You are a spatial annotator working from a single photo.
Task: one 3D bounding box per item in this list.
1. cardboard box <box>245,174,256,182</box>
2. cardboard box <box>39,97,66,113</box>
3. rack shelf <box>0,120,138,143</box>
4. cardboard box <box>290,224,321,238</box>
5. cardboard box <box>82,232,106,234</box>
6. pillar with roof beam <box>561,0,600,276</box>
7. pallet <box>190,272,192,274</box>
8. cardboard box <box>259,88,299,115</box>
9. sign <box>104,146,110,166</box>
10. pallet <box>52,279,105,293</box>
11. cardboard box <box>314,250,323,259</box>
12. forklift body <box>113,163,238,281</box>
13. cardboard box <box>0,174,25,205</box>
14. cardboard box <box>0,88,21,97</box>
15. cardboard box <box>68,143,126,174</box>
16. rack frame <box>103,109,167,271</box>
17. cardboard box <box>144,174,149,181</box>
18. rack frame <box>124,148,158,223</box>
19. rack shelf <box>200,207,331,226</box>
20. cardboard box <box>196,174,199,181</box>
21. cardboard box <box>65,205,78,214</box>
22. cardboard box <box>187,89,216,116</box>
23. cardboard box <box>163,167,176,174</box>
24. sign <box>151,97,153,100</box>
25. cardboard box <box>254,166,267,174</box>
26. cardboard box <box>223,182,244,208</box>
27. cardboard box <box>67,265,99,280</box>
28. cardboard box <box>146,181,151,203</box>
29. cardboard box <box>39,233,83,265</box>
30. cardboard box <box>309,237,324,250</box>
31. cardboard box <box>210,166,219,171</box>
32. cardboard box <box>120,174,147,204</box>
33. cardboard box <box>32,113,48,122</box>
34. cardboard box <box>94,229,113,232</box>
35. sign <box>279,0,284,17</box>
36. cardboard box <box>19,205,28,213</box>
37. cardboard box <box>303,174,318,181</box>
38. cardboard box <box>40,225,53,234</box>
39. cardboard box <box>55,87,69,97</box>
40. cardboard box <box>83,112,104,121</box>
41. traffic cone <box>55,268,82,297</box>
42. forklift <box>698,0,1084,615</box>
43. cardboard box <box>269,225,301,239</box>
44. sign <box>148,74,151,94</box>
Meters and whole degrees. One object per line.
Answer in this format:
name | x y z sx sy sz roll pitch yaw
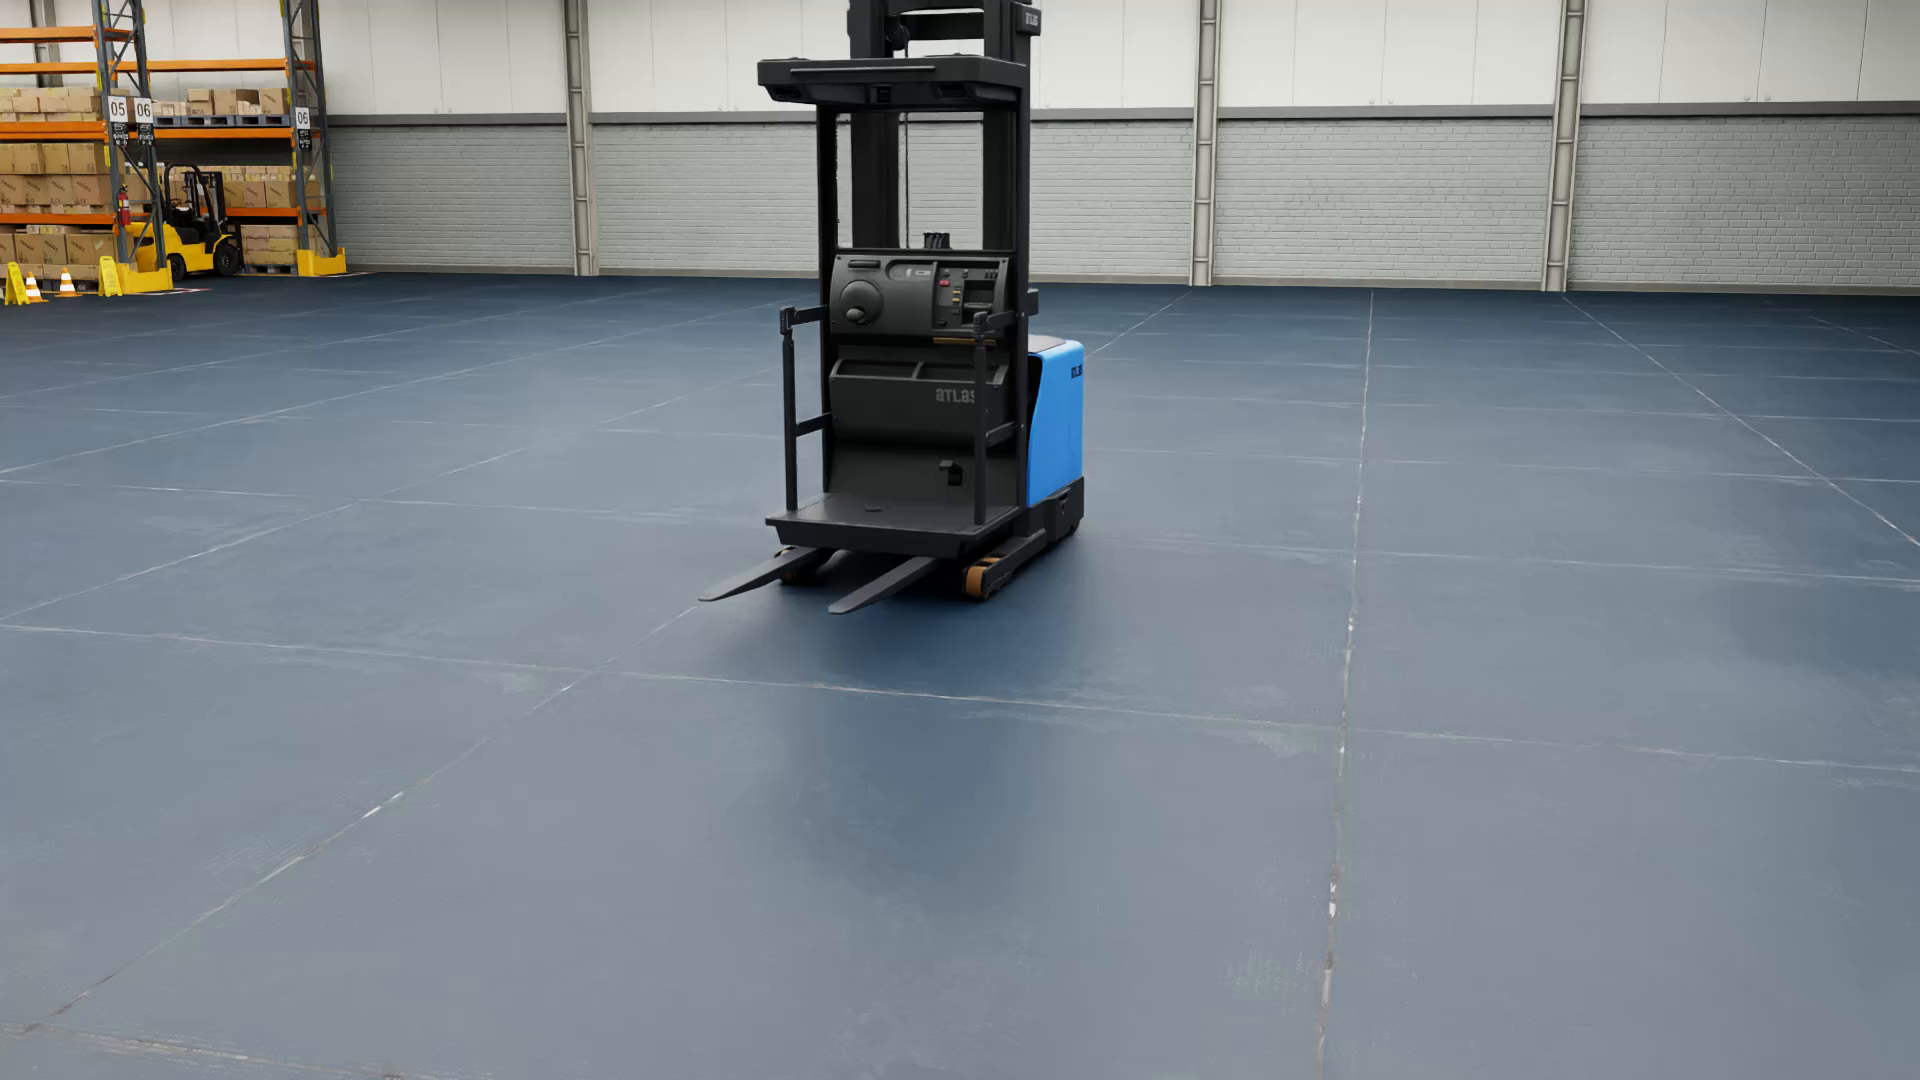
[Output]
cardboard box | -13.824 -7.124 32.691 0.250 0.149 0.380 3 13 13
cardboard box | -14.922 -7.243 27.687 0.500 0.250 0.500 3 13 13
rack shelf | -15.818 -6.924 28.253 4.000 0.370 1.077 3 13 14
cardboard box | -13.112 -6.167 33.173 0.500 0.250 0.500 3 13 13
cardboard box | -15.125 -5.063 28.777 0.500 0.500 0.500 3 13 11
pillar with roof beam | -8.357 -8.689 27.621 0.400 9.000 9.100 3 13 14
pallet | -15.812 -5.547 33.750 1.213 0.211 1.003 3 13 14
cardboard box | -13.178 -8.490 32.218 0.500 0.500 0.500 3 13 15
sign | -14.028 -6.311 27.351 0.005 0.325 0.100 3 13 14
pallet | -14.730 -4.399 28.575 1.213 0.211 1.003 3 13 14
cardboard box | -13.120 -5.680 33.290 0.500 0.250 0.500 3 13 14
forklift body | -14.968 -6.052 31.544 1.214 2.155 2.313 3 13 14
cardboard box | -15.926 -5.955 28.233 0.500 0.500 0.500 3 13 14
cardboard box | -15.772 -7.466 27.774 0.250 0.149 0.380 3 13 15
cardboard box | -14.424 -6.370 27.793 0.500 0.500 0.700 3 13 12
rack frame | -13.876 -5.707 28.032 0.127 3.000 1.000 3 13 14
cardboard box | -16.076 -7.239 33.209 0.250 0.149 0.380 3 13 15
rack frame | -16.574 -6.959 33.673 0.127 3.000 1.000 3 13 14
rack shelf | -14.632 -6.504 33.283 4.000 0.370 1.077 3 13 14
cardboard box | -15.092 -7.180 32.942 0.250 0.149 0.380 3 13 12
cardboard box | -14.807 -5.567 27.978 0.250 0.149 0.380 3 13 13
cardboard box | -14.708 -8.604 32.725 0.637 0.503 0.797 3 13 15
cardboard box | -15.585 -7.350 33.020 0.250 0.149 0.380 3 13 15
sign | -16.442 -8.831 33.810 0.005 0.325 0.100 3 13 14
cardboard box | -13.596 -7.250 32.572 0.250 0.149 0.380 3 13 15
cardboard box | -14.230 -6.826 32.843 0.500 0.500 0.500 3 13 12
cardboard box | -14.749 -4.556 28.224 0.500 0.250 0.500 3 13 13
cardboard box | -16.206 -6.930 33.311 0.500 0.500 0.500 3 13 12
cardboard box | -15.224 -4.949 28.262 0.500 0.500 0.500 4 13 16
cardboard box | -13.097 -5.926 33.243 0.500 0.250 0.500 3 13 15
cardboard box | -14.579 -7.314 32.862 0.250 0.149 0.380 3 13 14
cardboard box | -14.269 -5.984 28.363 0.500 0.500 0.500 3 13 13
cardboard box | -15.272 -7.066 27.810 0.250 0.149 0.380 3 13 13
cardboard box | -17.083 -6.029 33.996 0.625 0.625 0.875 4 13 16
sign | -12.834 -10.061 31.467 0.005 0.325 0.100 3 13 14
cardboard box | -15.770 -5.642 28.320 0.250 0.149 0.380 3 13 14
cardboard box | -12.958 -7.189 32.982 0.250 0.149 0.380 3 13 12
cardboard box | -15.332 -5.258 28.157 0.250 0.149 0.380 3 13 14
cardboard box | -14.768 -7.424 27.586 0.250 0.149 0.380 3 13 13
cardboard box | -14.289 -7.009 27.553 0.250 0.149 0.380 3 13 14
traffic cone | -14.603 -4.220 27.185 0.334 0.463 0.336 3 13 14
forklift | -0.279 -1.244 8.075 1.130 2.935 3.031 5 13 20
cardboard box | -13.212 -6.060 32.694 0.500 0.250 0.500 4 13 15
sign | -13.746 -7.712 28.127 0.005 0.325 0.100 3 13 14
